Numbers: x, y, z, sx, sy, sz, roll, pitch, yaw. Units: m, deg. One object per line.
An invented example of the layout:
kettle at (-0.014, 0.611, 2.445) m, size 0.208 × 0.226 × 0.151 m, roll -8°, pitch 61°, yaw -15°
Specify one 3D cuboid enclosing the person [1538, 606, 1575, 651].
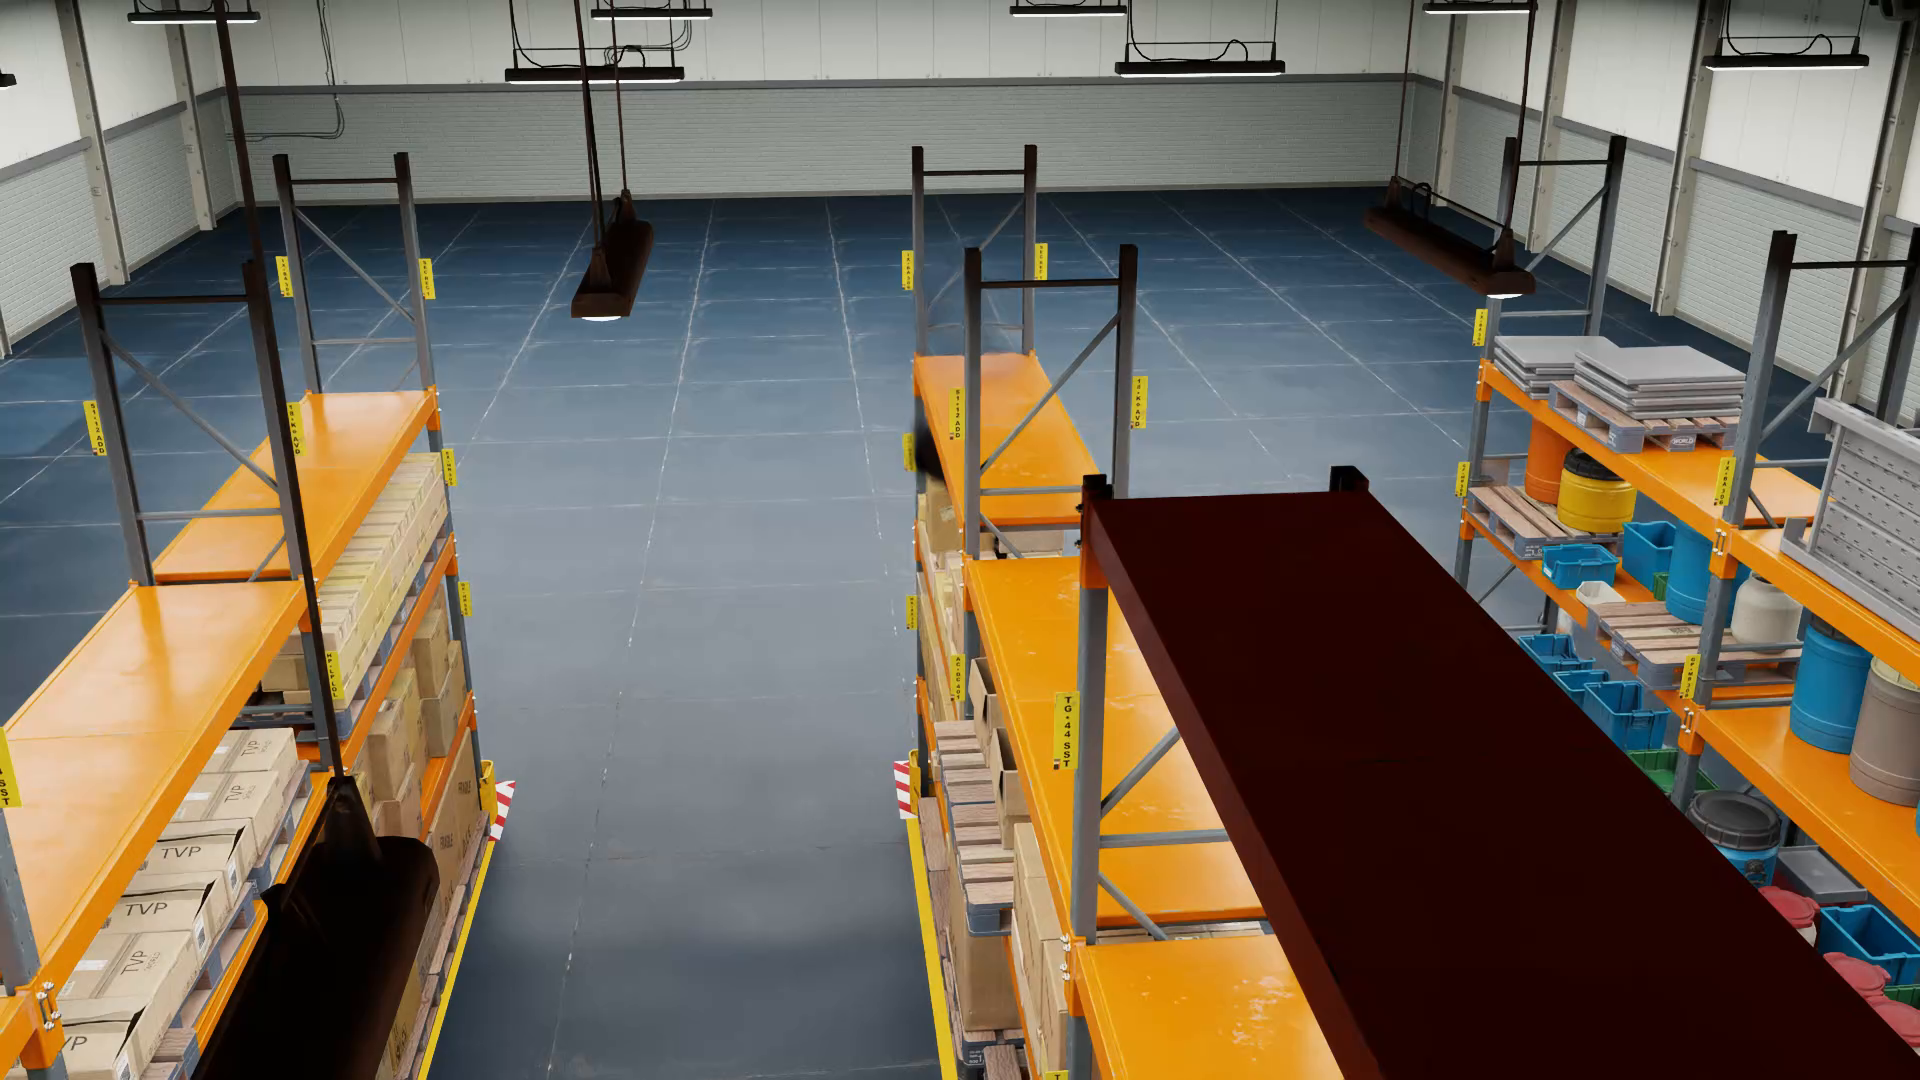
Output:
person at (5.924, 1.113, 16.578) m, size 0.643 × 1.678 × 0.868 m, roll -17°, pitch 27°, yaw -36°
